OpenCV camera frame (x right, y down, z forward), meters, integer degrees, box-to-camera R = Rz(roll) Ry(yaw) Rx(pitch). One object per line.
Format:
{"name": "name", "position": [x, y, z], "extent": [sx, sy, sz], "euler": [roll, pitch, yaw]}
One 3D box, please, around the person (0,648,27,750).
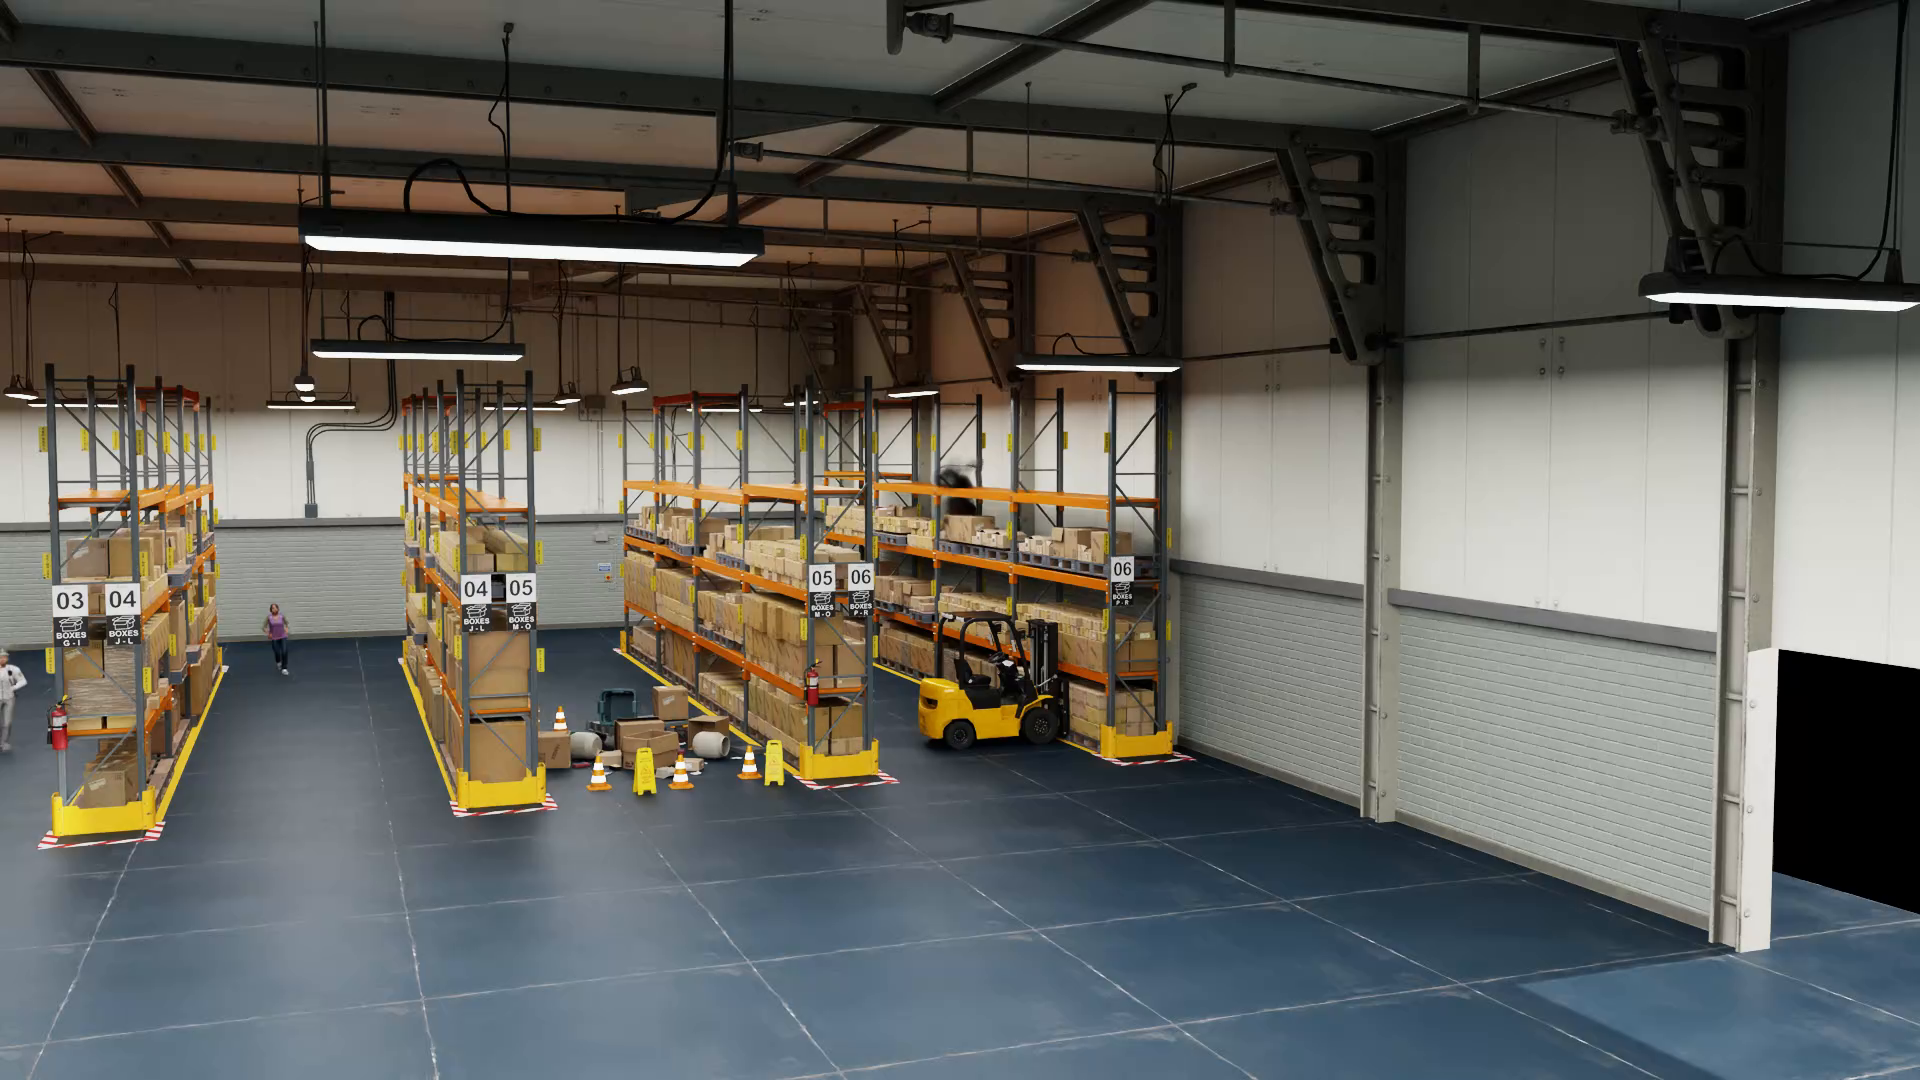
{"name": "person", "position": [-15.487, 2.581, 26.928], "extent": [0.667, 1.665, 0.532], "euler": [-1, 4, -23]}

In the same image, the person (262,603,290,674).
{"name": "person", "position": [-14.765, 2.140, 35.944], "extent": [0.559, 1.546, 0.583], "euler": [-2, 4, -32]}
